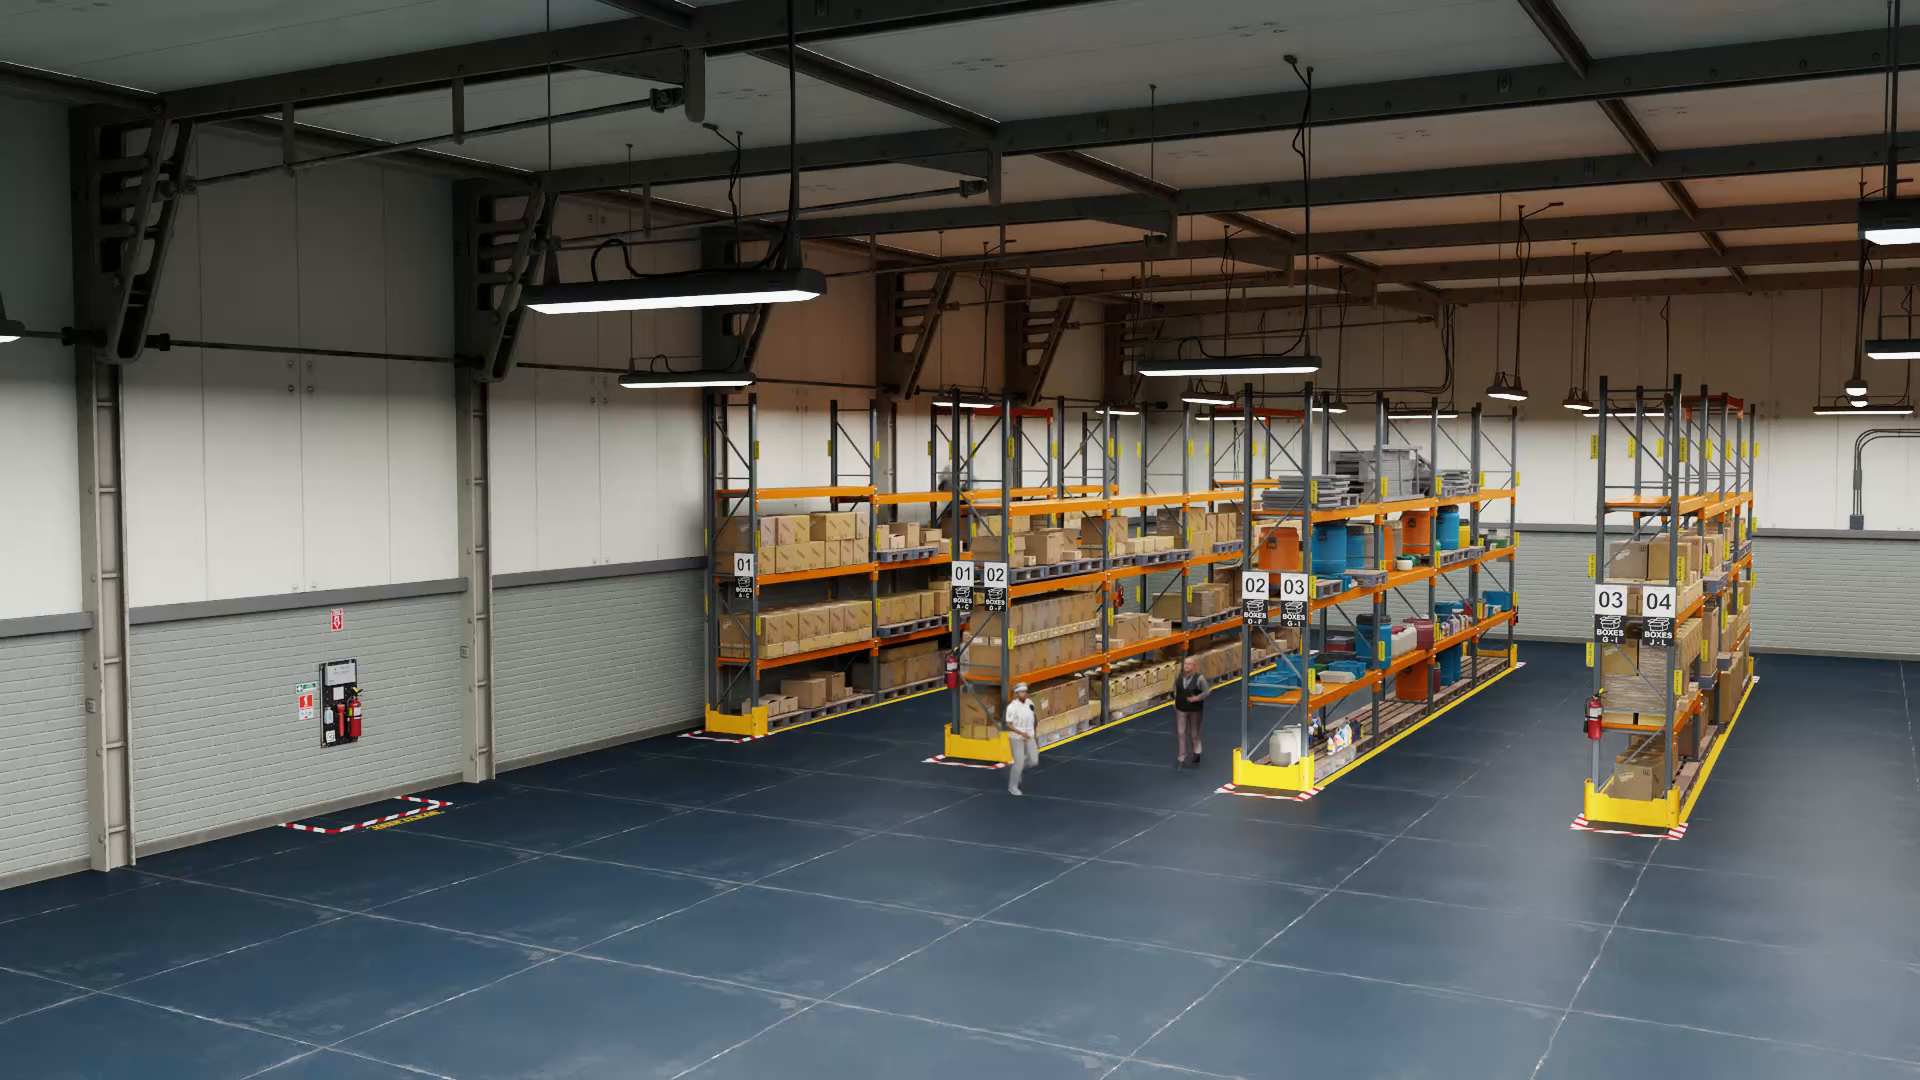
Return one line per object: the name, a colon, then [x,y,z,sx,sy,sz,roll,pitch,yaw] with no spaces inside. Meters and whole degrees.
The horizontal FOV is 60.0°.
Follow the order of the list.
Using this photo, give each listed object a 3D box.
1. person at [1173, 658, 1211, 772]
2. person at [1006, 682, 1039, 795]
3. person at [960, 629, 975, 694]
person: [3.632,2.719,26.190,0.653,1.741,0.879,1,3,20]
person: [0.932,2.878,24.151,0.602,1.655,0.616,-2,4,-31]
person: [0.131,2.506,30.778,0.568,1.716,0.732,1,3,24]
